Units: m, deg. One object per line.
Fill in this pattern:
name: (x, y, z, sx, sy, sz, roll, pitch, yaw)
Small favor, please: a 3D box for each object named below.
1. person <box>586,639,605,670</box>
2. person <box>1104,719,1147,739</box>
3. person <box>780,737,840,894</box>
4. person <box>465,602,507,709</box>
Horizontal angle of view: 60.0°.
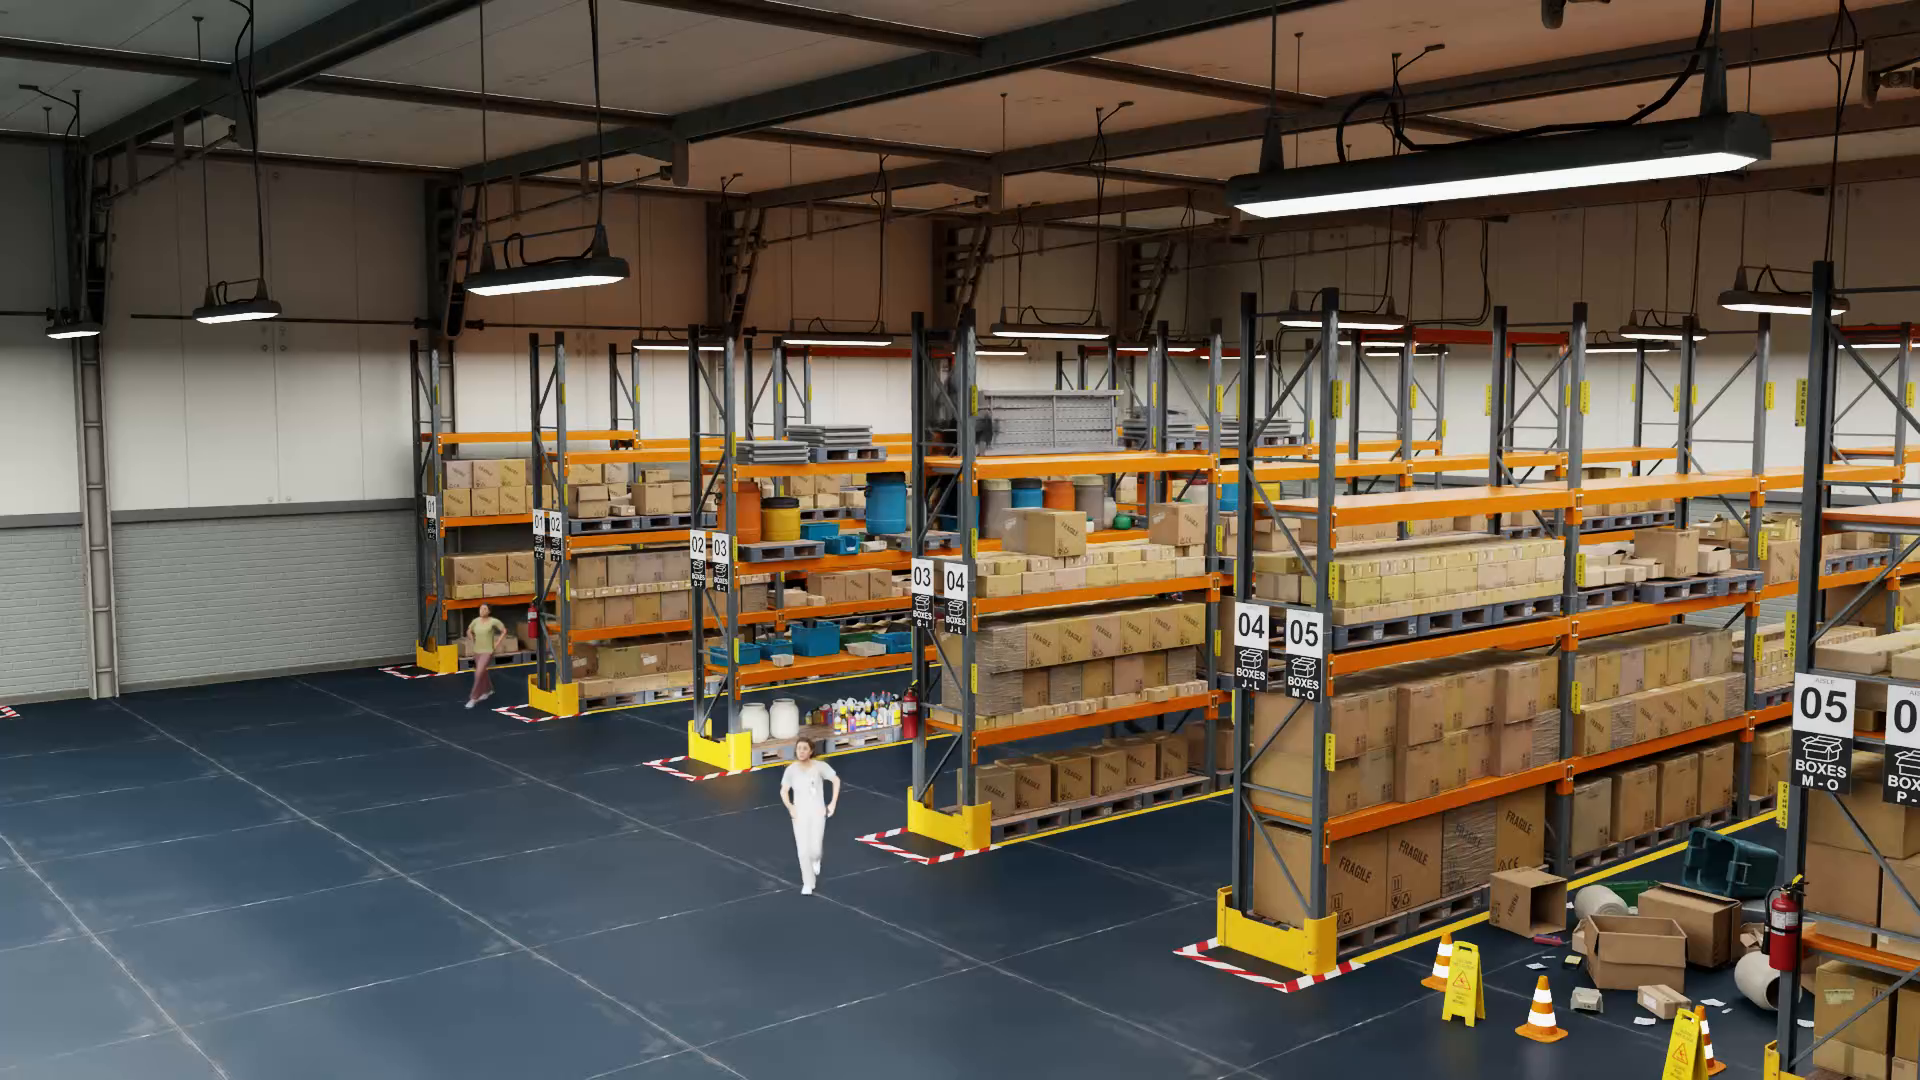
person: (-6.336, 1.639, 28.732, 0.676, 1.810, 0.643, -5, 7, -42)
person: (2.248, 2.198, 23.072, 0.924, 1.633, 0.583, -5, 7, -43)
person: (-1.536, 2.799, 16.869, 0.572, 1.625, 0.631, 0, 5, 5)
person: (-7.690, 1.836, 26.894, 0.587, 1.695, 0.785, 2, 6, 16)
